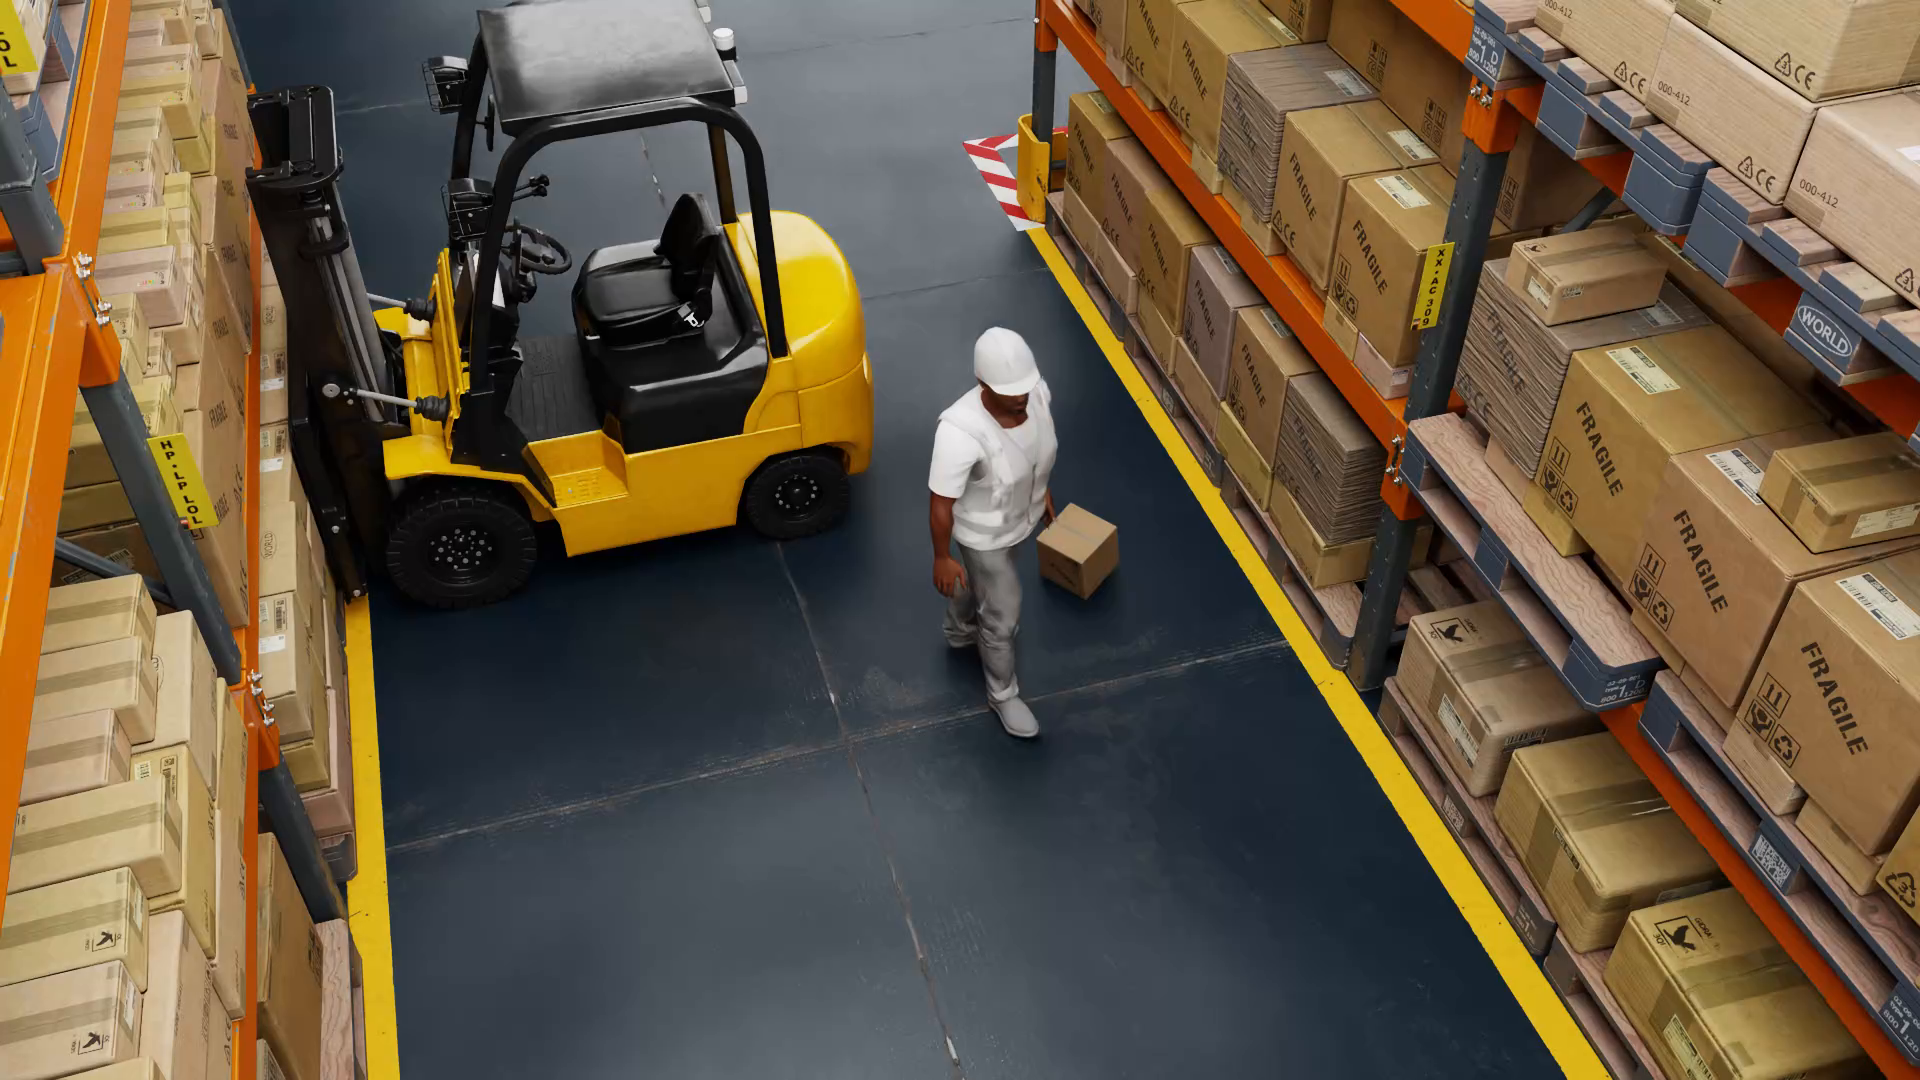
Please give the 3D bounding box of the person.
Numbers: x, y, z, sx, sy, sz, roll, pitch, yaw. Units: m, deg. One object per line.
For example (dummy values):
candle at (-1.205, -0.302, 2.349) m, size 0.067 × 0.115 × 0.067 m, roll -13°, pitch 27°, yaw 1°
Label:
person at (0.141, -0.059, 6.214) m, size 0.626 × 1.766 × 0.626 m, roll 26°, pitch 48°, yaw 26°
